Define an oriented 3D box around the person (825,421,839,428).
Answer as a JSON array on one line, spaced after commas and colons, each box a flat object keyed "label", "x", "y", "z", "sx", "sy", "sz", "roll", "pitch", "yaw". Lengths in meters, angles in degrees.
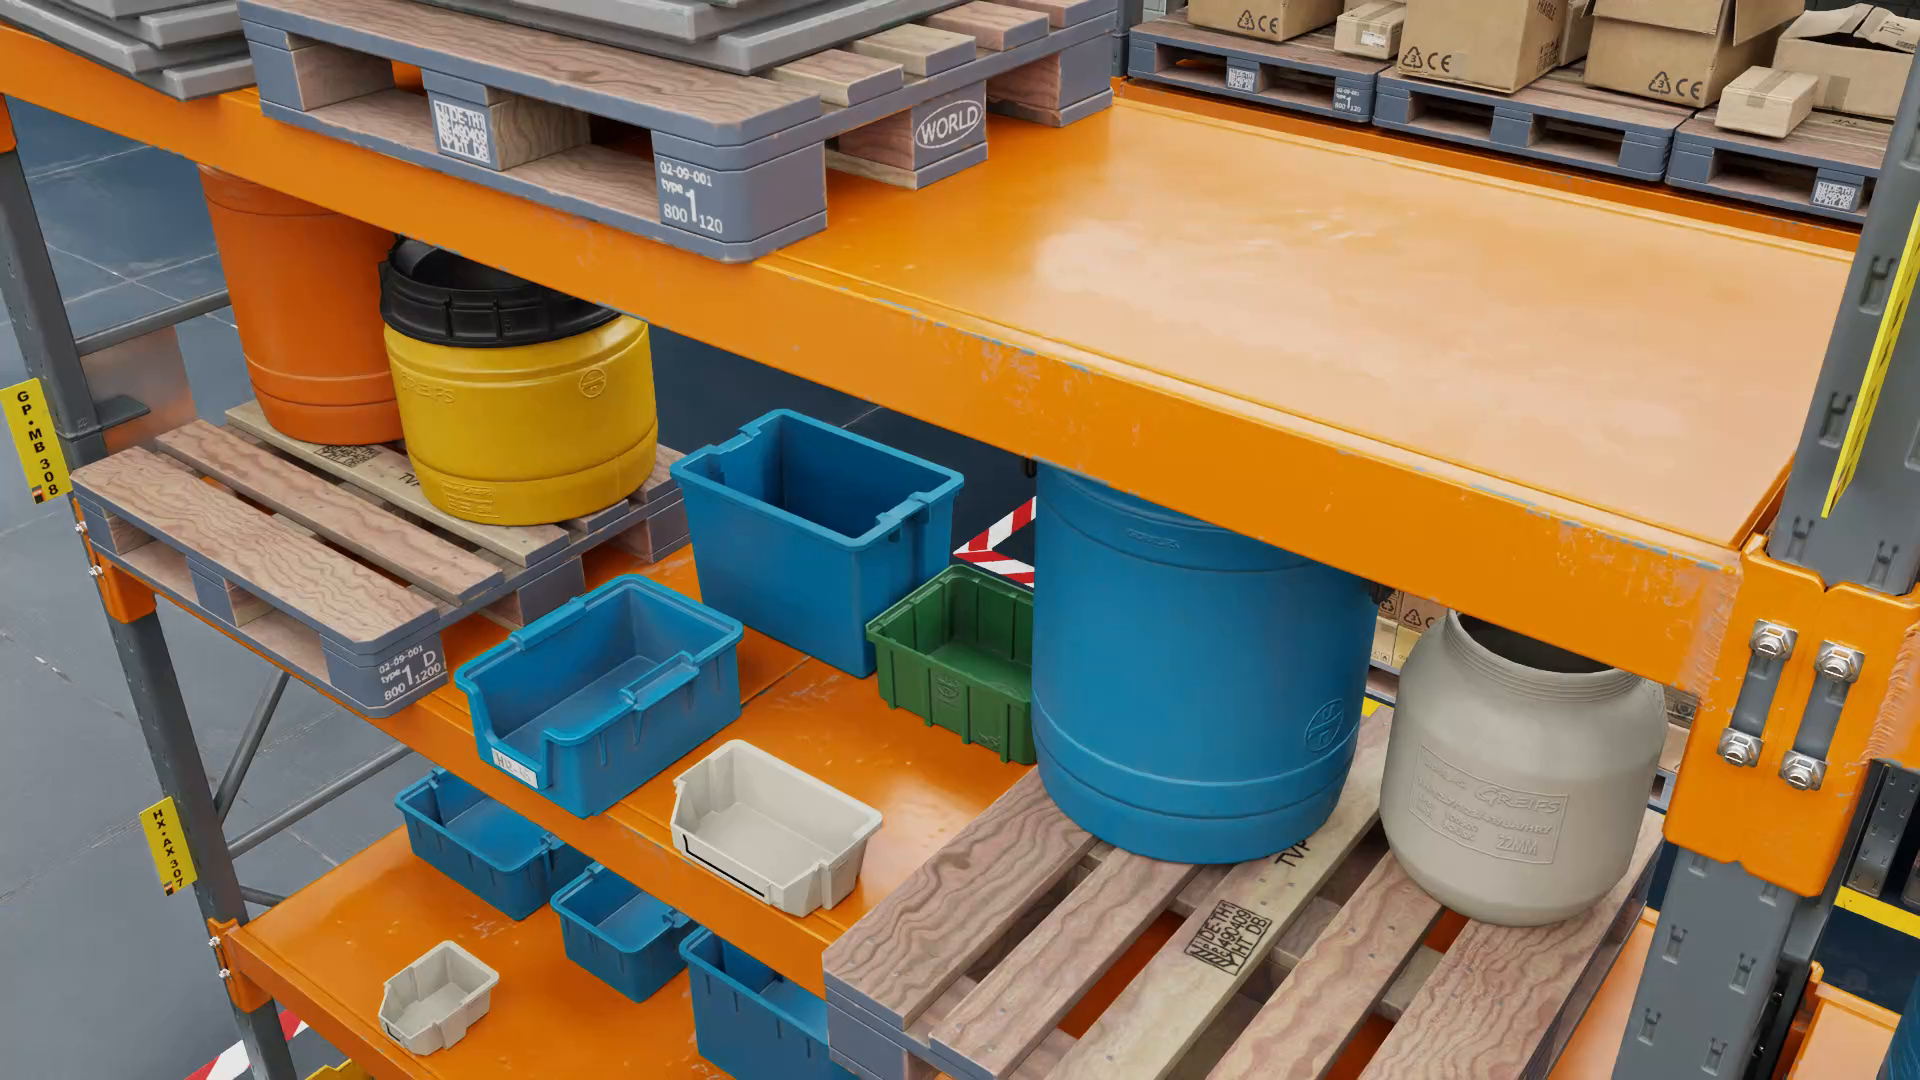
[{"label": "person", "x": -0.706, "y": 0.211, "z": 7.743, "sx": 0.408, "sy": 1.589, "sz": 0.495, "roll": 22, "pitch": 37, "yaw": 31}]
